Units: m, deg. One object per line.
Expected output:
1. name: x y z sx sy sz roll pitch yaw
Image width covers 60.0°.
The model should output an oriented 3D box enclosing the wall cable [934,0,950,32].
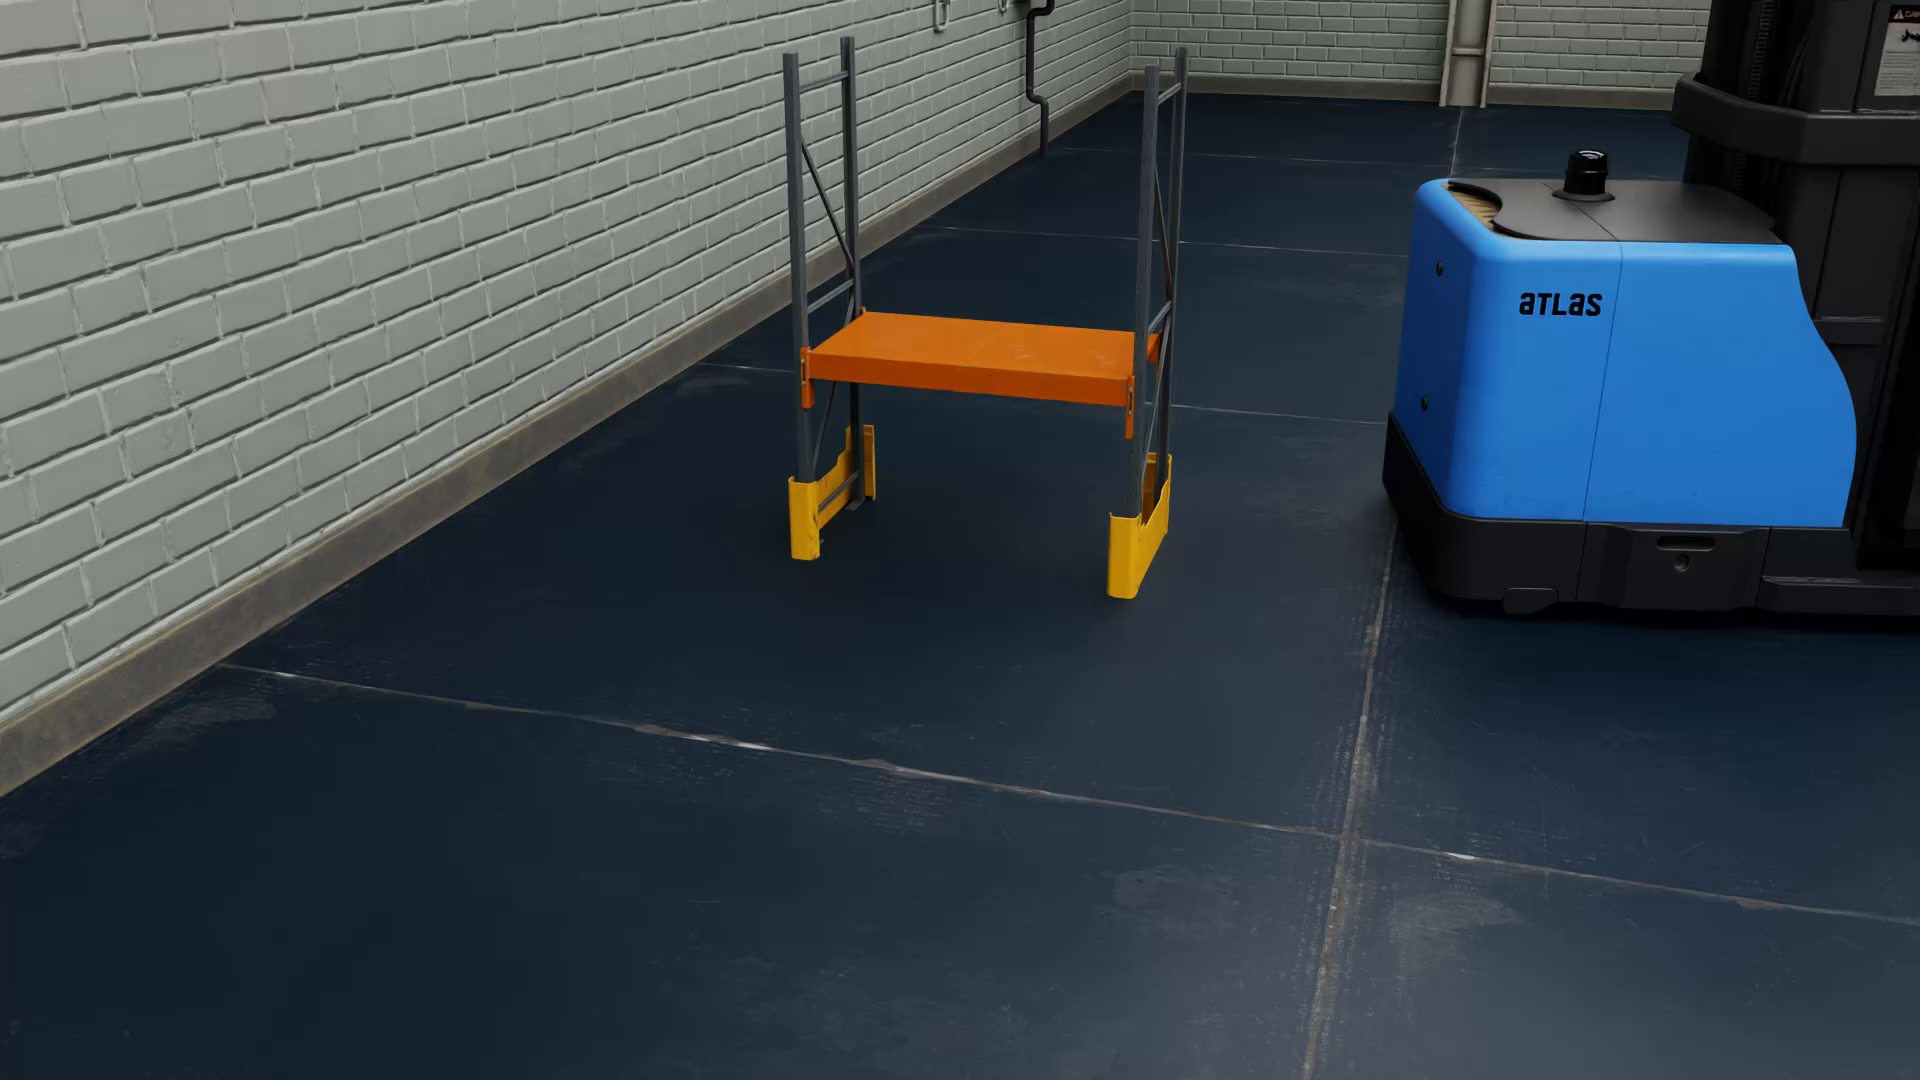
1. wall cable: -0.110 -3.872 9.376 0.123 1.953 0.585 7 23 16

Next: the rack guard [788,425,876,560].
1. rack guard: -0.404 -0.162 5.335 0.087 0.250 0.587 7 23 16

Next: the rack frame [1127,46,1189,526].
1. rack frame: 0.568 -0.629 4.827 0.032 1.500 0.500 7 23 16

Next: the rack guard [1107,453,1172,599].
1. rack guard: 0.550 -0.053 5.069 0.087 0.250 0.587 7 23 16

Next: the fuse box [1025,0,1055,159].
1. fuse box: 0.637 -3.538 11.641 0.414 1.711 0.539 7 23 16

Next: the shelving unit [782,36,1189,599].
1. shelving unit: 0.073 -0.686 4.965 1.083 1.500 0.587 7 23 16

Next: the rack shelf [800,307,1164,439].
1. rack shelf: 0.082 -0.518 5.031 1.000 0.185 0.538 7 23 16

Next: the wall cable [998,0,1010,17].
1. wall cable: 0.289 -4.374 10.642 0.122 1.984 0.588 7 23 16

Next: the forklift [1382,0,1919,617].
1. forklift: 2.891 -1.282 4.534 3.031 2.935 1.130 2 22 4

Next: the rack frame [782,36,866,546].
1. rack frame: -0.405 -0.740 5.098 0.032 1.500 0.500 7 23 16

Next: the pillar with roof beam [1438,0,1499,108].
1. pillar with roof beam: 3.161 -6.416 9.054 0.400 9.000 9.100 7 23 16
